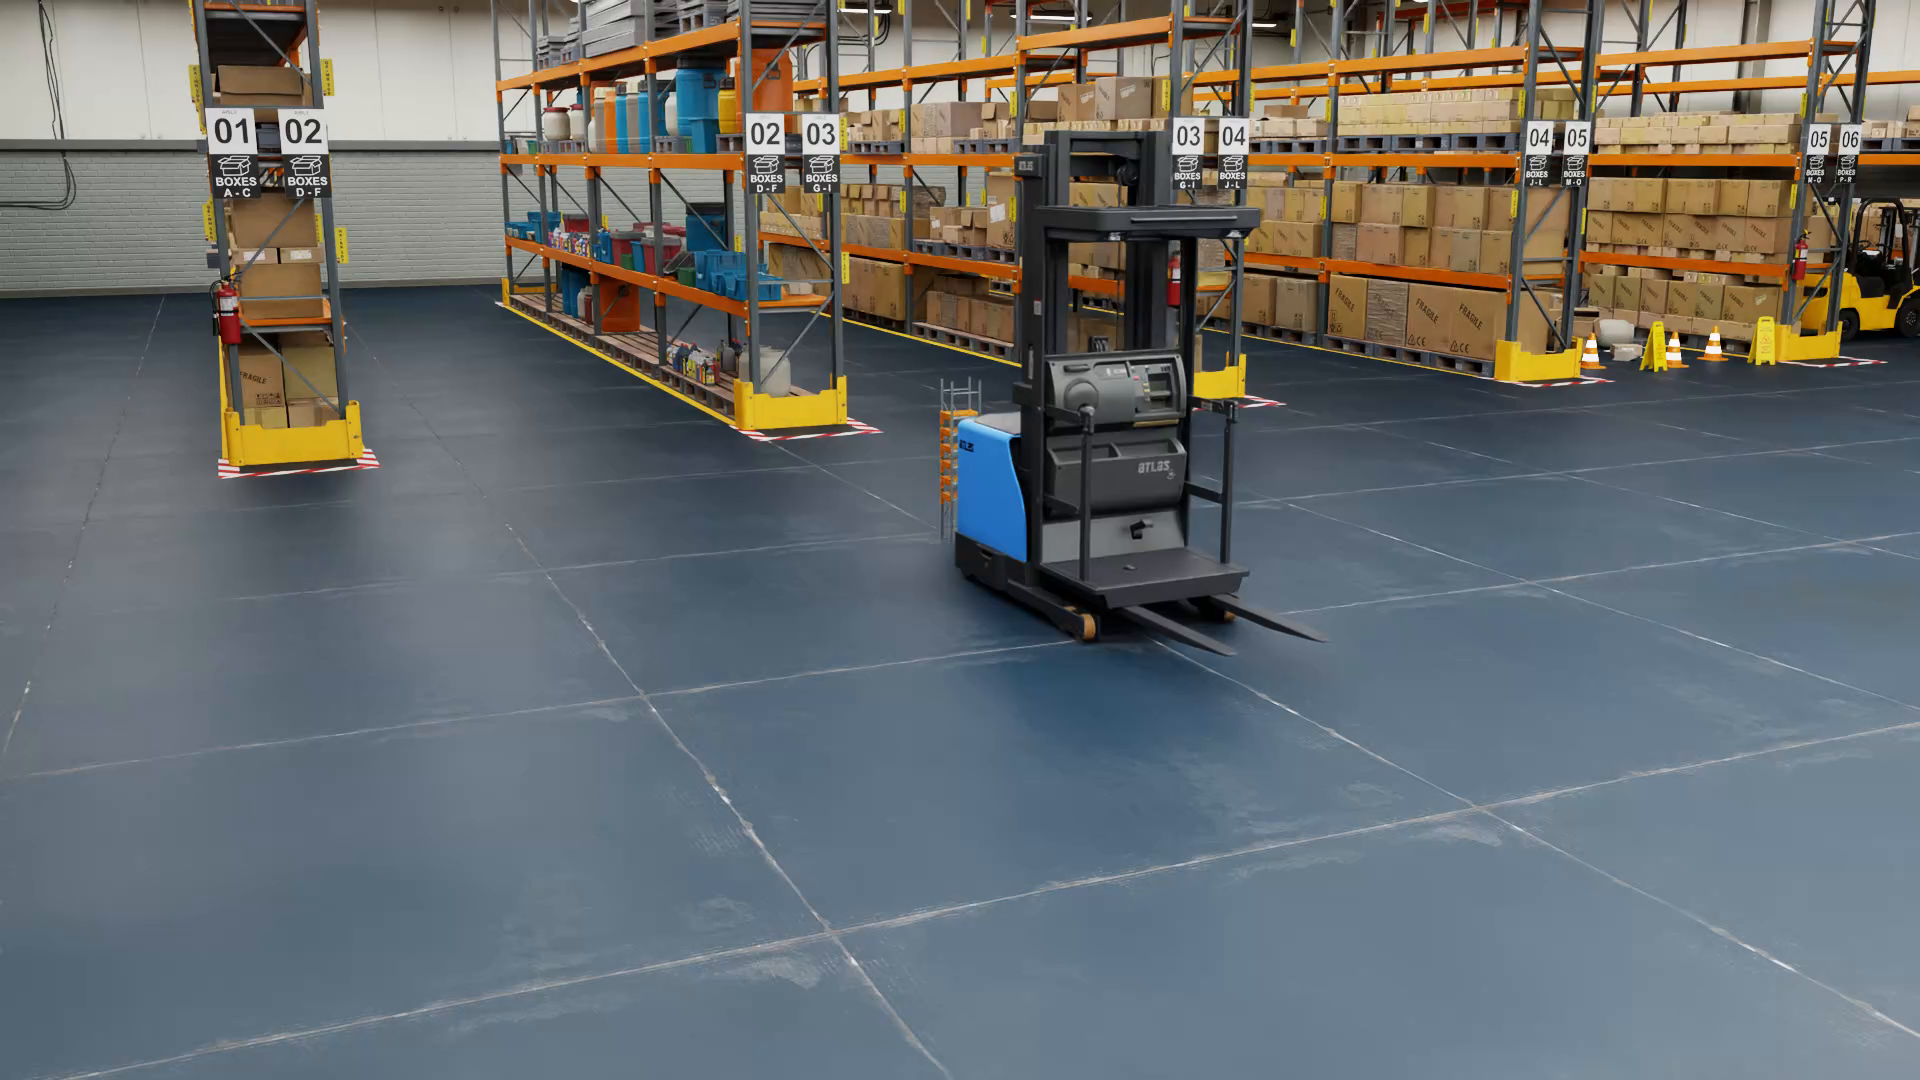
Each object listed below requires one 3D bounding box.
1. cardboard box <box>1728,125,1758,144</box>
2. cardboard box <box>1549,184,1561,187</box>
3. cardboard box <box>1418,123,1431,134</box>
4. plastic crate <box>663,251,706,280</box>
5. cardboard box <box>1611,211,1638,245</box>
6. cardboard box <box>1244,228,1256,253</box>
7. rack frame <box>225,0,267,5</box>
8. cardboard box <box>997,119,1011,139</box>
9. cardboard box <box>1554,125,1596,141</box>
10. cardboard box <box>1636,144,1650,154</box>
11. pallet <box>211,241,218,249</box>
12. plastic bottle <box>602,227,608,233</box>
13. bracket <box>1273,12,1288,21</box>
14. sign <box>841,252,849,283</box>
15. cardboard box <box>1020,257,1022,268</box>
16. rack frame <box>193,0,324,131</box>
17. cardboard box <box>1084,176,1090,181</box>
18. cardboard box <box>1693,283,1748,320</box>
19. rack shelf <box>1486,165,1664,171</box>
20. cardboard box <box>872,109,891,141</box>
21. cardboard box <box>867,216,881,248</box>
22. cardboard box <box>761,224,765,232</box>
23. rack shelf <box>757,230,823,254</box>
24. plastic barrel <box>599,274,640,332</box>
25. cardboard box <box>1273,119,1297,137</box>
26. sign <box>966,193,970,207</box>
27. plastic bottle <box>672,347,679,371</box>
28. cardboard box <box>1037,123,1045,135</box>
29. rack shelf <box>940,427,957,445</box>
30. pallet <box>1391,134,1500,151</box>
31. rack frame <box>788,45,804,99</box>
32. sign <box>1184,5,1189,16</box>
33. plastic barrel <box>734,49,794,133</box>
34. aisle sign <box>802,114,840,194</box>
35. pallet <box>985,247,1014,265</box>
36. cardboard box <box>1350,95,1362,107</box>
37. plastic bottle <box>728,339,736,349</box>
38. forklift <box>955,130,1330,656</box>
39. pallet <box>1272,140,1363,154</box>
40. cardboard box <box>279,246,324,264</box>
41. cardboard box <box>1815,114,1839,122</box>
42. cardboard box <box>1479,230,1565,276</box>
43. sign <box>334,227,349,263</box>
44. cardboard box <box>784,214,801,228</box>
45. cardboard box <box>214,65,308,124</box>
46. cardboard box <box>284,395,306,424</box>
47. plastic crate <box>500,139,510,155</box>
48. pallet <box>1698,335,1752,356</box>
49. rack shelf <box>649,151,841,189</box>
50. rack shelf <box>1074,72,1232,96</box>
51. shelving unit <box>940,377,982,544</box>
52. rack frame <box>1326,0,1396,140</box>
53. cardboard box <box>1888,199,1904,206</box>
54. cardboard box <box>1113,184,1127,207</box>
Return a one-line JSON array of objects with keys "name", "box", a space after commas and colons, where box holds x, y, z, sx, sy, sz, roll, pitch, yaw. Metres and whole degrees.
[{"name": "cardboard box", "box": [11.261, -5.737, 23.528, 0.500, 0.250, 0.500, -6, 14, -24]}, {"name": "cardboard box", "box": [9.905, -5.902, 27.969, 0.380, 0.149, 0.250, -5, 14, -20]}, {"name": "cardboard box", "box": [6.352, -5.495, 22.212, 0.380, 0.149, 0.250, -5, 14, -22]}, {"name": "plastic crate", "box": [-3.227, -3.352, 20.336, 0.767, 0.338, 0.504, -6, 14, -23]}, {"name": "cardboard box", "box": [10.442, -4.820, 25.661, 0.500, 0.500, 0.500, -6, 14, -23]}, {"name": "cardboard box", "box": [4.739, -4.822, 26.329, 0.500, 0.500, 0.500, -6, 14, -24]}, {"name": "rack frame", "box": [-11.065, -7.630, 25.381, 1.000, 3.000, 0.127, -6, 14, -23]}, {"name": "cardboard box", "box": [0.750, -5.734, 23.209, 0.396, 0.266, 0.258, -5, 14, -21]}, {"name": "cardboard box", "box": [9.932, -6.544, 26.743, 0.500, 0.250, 0.500, -6, 14, -24]}, {"name": "cardboard box", "box": [10.517, -5.941, 25.290, 0.380, 0.149, 0.250, -5, 14, -21]}, {"name": "pallet", "box": [-10.844, -4.439, 25.324, 1.003, 0.211, 1.213, -6, 14, -23]}, {"name": "plastic bottle", "box": [-5.782, -4.932, 27.135, 0.144, 0.351, 0.185, -6, 14, -23]}, {"name": "bracket", "box": [8.343, -13.630, 43.323, 0.235, 0.232, 0.430, -6, 14, -23]}, {"name": "sign", "box": [-1.212, -2.859, 17.455, 0.100, 0.325, 0.005, -6, 14, -23]}, {"name": "cardboard box", "box": [1.029, -3.755, 22.498, 0.380, 0.149, 0.250, -6, 14, -23]}, {"name": "rack frame", "box": [-6.258, -5.151, 14.669, 1.000, 3.000, 0.127, -6, 14, -23]}, {"name": "cardboard box", "box": [2.163, -6.782, 31.922, 0.500, 0.500, 0.500, -6, 14, -25]}, {"name": "cardboard box", "box": [11.129, -3.497, 24.332, 0.500, 0.500, 0.500, -5, 14, -21]}, {"name": "rack shelf", "box": [12.442, -7.644, 33.686, 1.077, 0.370, 4.000, -6, 14, -23]}, {"name": "cardboard box", "box": [-1.121, -6.780, 27.206, 0.500, 0.500, 0.500, -5, 14, -20]}, {"name": "cardboard box", "box": [-1.214, -5.114, 27.592, 0.500, 0.500, 0.500, -6, 14, -25]}, {"name": "cardboard box", "box": [-3.749, -6.202, 33.074, 0.380, 0.149, 0.250, -5, 14, -22]}, {"name": "rack shelf", "box": [-2.787, -5.664, 31.787, 1.077, 0.370, 4.000, -6, 14, -23]}, {"name": "plastic barrel", "box": [-5.134, -3.575, 25.044, 0.600, 0.830, 0.708, -6, 14, -23]}, {"name": "cardboard box", "box": [5.107, -6.253, 25.261, 0.500, 0.250, 0.500, -6, 14, -23]}, {"name": "sign", "box": [0.109, -5.352, 26.448, 0.100, 0.325, 0.005, -6, 14, -23]}, {"name": "plastic bottle", "box": [-3.439, -2.219, 20.370, 0.152, 0.276, 0.135, -5, 14, -21]}, {"name": "cardboard box", "box": [1.235, -5.388, 21.791, 0.380, 0.149, 0.250, -6, 14, -26]}, {"name": "rack shelf", "box": [0.006, -0.772, 12.178, 0.258, 0.103, 0.180, -6, 14, -23]}, {"name": "pallet", "box": [6.606, -5.372, 22.475, 1.003, 0.211, 1.213, -6, 14, -23]}, {"name": "rack frame", "box": [-3.589, -9.351, 32.815, 1.000, 3.000, 0.127, -6, 14, -23]}, {"name": "sign", "box": [3.708, -8.568, 27.184, 0.100, 0.325, 0.005, -6, 14, -23]}, {"name": "plastic barrel", "box": [-2.029, -4.639, 17.226, 0.600, 0.830, 0.708, -6, 14, -23]}, {"name": "aisle sign", "box": [-1.420, -3.953, 17.032, 0.394, 0.787, 0.004, -6, 14, -23]}, {"name": "pallet", "box": [1.045, -4.026, 23.540, 1.003, 0.211, 1.213, -6, 14, -23]}, {"name": "cardboard box", "box": [5.741, -6.198, 23.481, 0.380, 0.149, 0.250, -6, 14, -23]}, {"name": "plastic bottle", "box": [-2.798, -2.318, 20.633, 0.144, 0.351, 0.185, -6, 14, -24]}, {"name": "forklift", "box": [1.059, -0.943, 9.944, 1.130, 2.935, 3.031, -6, 14, -25]}, {"name": "pallet", "box": [5.391, -5.929, 25.107, 0.805, 0.209, 1.217, -6, 14, -25]}, {"name": "cardboard box", "box": [-6.218, -2.694, 15.696, 0.380, 0.149, 0.250, -6, 14, -23]}, {"name": "cardboard box", "box": [11.945, -5.837, 23.073, 0.380, 0.149, 0.250, -6, 14, -23]}, {"name": "cardboard box", "box": [7.216, -3.695, 21.351, 0.875, 0.550, 0.550, -6, 14, -23]}, {"name": "sign", "box": [-5.747, -2.738, 15.450, 0.100, 0.325, 0.005, -6, 14, -23]}, {"name": "cardboard box", "box": [-3.018, -6.058, 31.566, 0.500, 0.250, 0.500, -6, 14, -24]}, {"name": "cardboard box", "box": [-6.484, -4.132, 15.447, 0.797, 0.503, 0.637, -5, 14, -19]}, {"name": "cardboard box", "box": [-6.472, -1.327, 16.619, 0.500, 0.250, 0.500, -6, 14, -23]}, {"name": "plastic crate", "box": [-8.228, -7.274, 30.782, 0.497, 0.269, 0.590, -6, 14, -23]}, {"name": "pallet", "box": [11.577, -2.846, 24.197, 1.003, 0.211, 1.213, -6, 14, -23]}, {"name": "rack shelf", "box": [-2.519, -4.199, 18.804, 1.077, 0.370, 4.000, -6, 14, -23]}, {"name": "rack shelf", "box": [3.400, -7.993, 29.430, 1.077, 0.370, 4.000, -6, 14, -23]}, {"name": "shelving unit", "box": [0.006, -0.582, 12.222, 0.258, 1.200, 0.189, -6, 14, -23]}, {"name": "rack frame", "box": [5.803, -7.299, 23.948, 1.000, 3.000, 0.127, -6, 14, -23]}, {"name": "cardboard box", "box": [15.290, -5.451, 26.950, 0.380, 0.149, 0.250, -6, 14, -23]}, {"name": "cardboard box", "box": [2.168, -3.997, 19.890, 0.500, 0.500, 0.500, -6, 14, -23]}]
